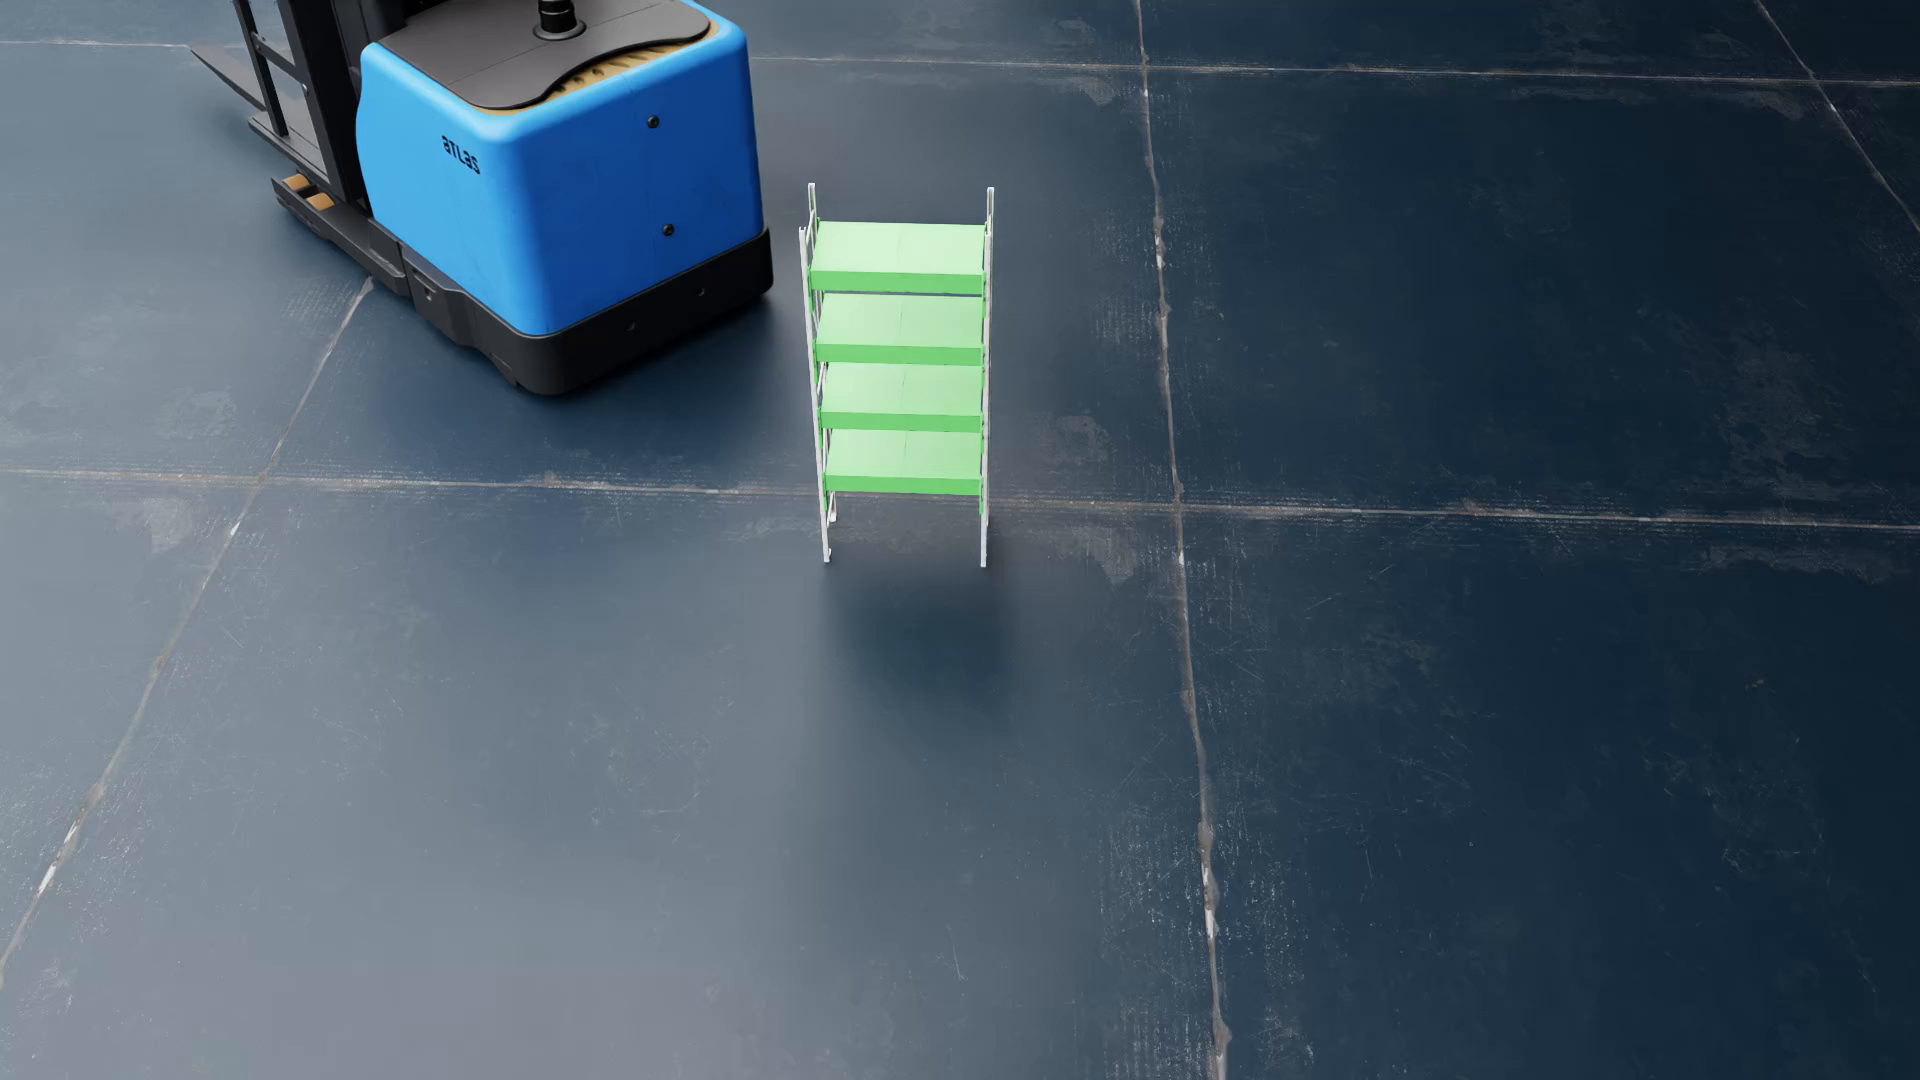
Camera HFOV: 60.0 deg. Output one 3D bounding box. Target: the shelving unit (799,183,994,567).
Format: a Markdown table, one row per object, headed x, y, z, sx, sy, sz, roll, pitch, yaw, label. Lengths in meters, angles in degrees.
| x | y | z | sx | sy | sz | roll | pitch | yaw | label |
| --- | --- | --- | --- | --- | --- | --- | --- | --- | --- |
| -0.165 | -0.444 | 4.846 | 0.503 | 1.200 | 0.258 | 2 | 43 | 2 | shelving unit |

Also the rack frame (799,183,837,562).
| x | y | z | sx | sy | sz | roll | pitch | yaw | label |
| --- | --- | --- | --- | --- | --- | --- | --- | --- | --- |
| -0.409 | -0.452 | 4.855 | 0.015 | 1.200 | 0.240 | 2 | 43 | 2 | rack frame |

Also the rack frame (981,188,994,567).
| x | y | z | sx | sy | sz | roll | pitch | yaw | label |
| --- | --- | --- | --- | --- | --- | --- | --- | --- | --- |
| 0.078 | -0.437 | 4.838 | 0.015 | 1.200 | 0.240 | 2 | 43 | 2 | rack frame |

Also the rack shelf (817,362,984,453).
| x | y | z | sx | sy | sz | roll | pitch | yaw | label |
| --- | --- | --- | --- | --- | --- | --- | --- | --- | --- |
| -0.165 | -0.397 | 4.890 | 0.480 | 0.148 | 0.258 | 2 | 43 | 2 | rack shelf |

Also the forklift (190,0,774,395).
| x | y | z | sx | sy | sz | roll | pitch | yaw | label |
| --- | --- | --- | --- | --- | --- | --- | --- | --- | --- |
| -2.071 | -2.477 | 5.759 | 1.130 | 2.935 | 3.031 | -33 | 52 | -30 | forklift |

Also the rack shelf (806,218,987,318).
| x | y | z | sx | sy | sz | roll | pitch | yaw | label |
| --- | --- | --- | --- | --- | --- | --- | --- | --- | --- |
| -0.165 | -0.749 | 4.563 | 0.480 | 0.148 | 0.258 | 2 | 43 | 2 | rack shelf |

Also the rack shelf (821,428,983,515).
| x | y | z | sx | sy | sz | roll | pitch | yaw | label |
| --- | --- | --- | --- | --- | --- | --- | --- | --- | --- |
| -0.165 | -0.222 | 5.054 | 0.480 | 0.148 | 0.258 | 2 | 43 | 2 | rack shelf |

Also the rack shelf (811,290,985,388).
| x | y | z | sx | sy | sz | roll | pitch | yaw | label |
| --- | --- | --- | --- | --- | --- | --- | --- | --- | --- |
| -0.165 | -0.573 | 4.726 | 0.480 | 0.148 | 0.258 | 2 | 43 | 2 | rack shelf |
